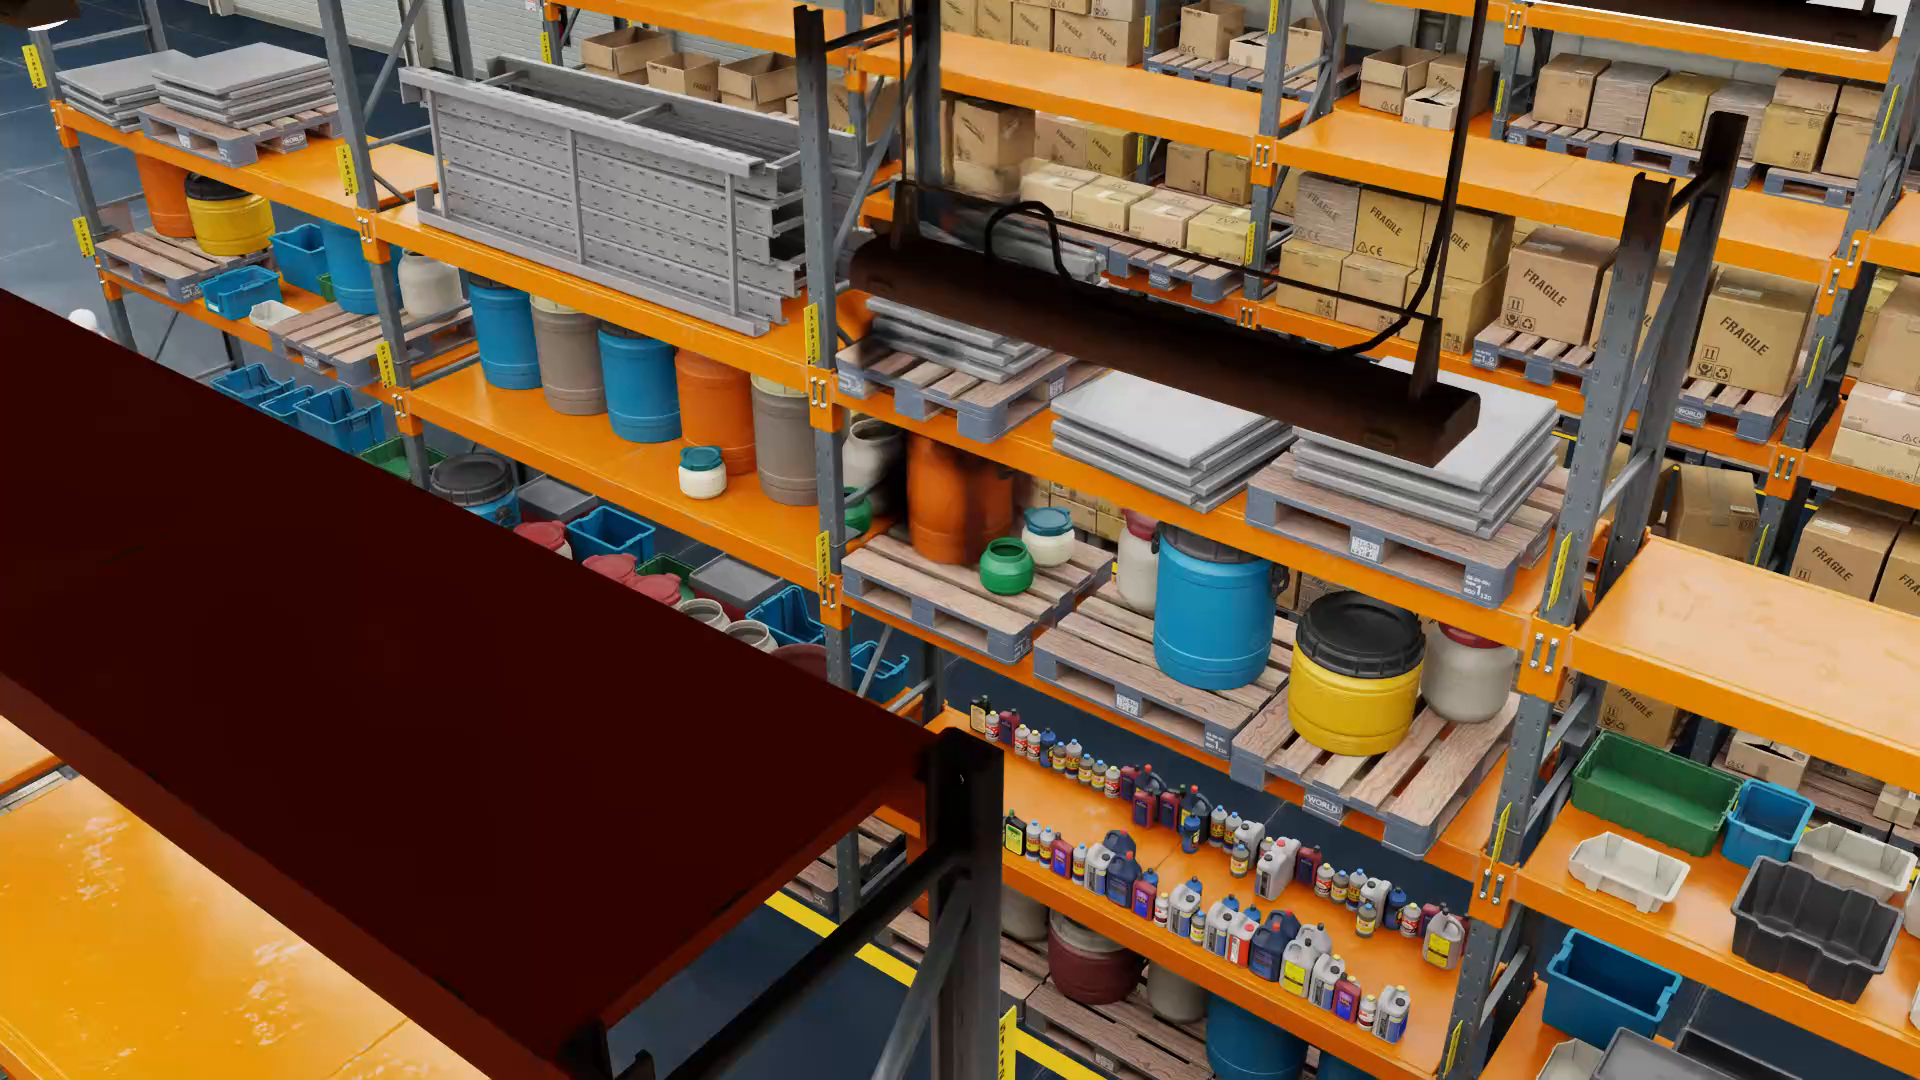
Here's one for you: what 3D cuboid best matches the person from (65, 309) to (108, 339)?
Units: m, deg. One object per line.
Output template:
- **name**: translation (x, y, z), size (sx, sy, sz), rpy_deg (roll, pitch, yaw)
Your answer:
- **person**: translation (-8.184, -1.387, 15.905), size (0.681, 1.798, 0.651), rpy_deg (-6, 32, -10)
